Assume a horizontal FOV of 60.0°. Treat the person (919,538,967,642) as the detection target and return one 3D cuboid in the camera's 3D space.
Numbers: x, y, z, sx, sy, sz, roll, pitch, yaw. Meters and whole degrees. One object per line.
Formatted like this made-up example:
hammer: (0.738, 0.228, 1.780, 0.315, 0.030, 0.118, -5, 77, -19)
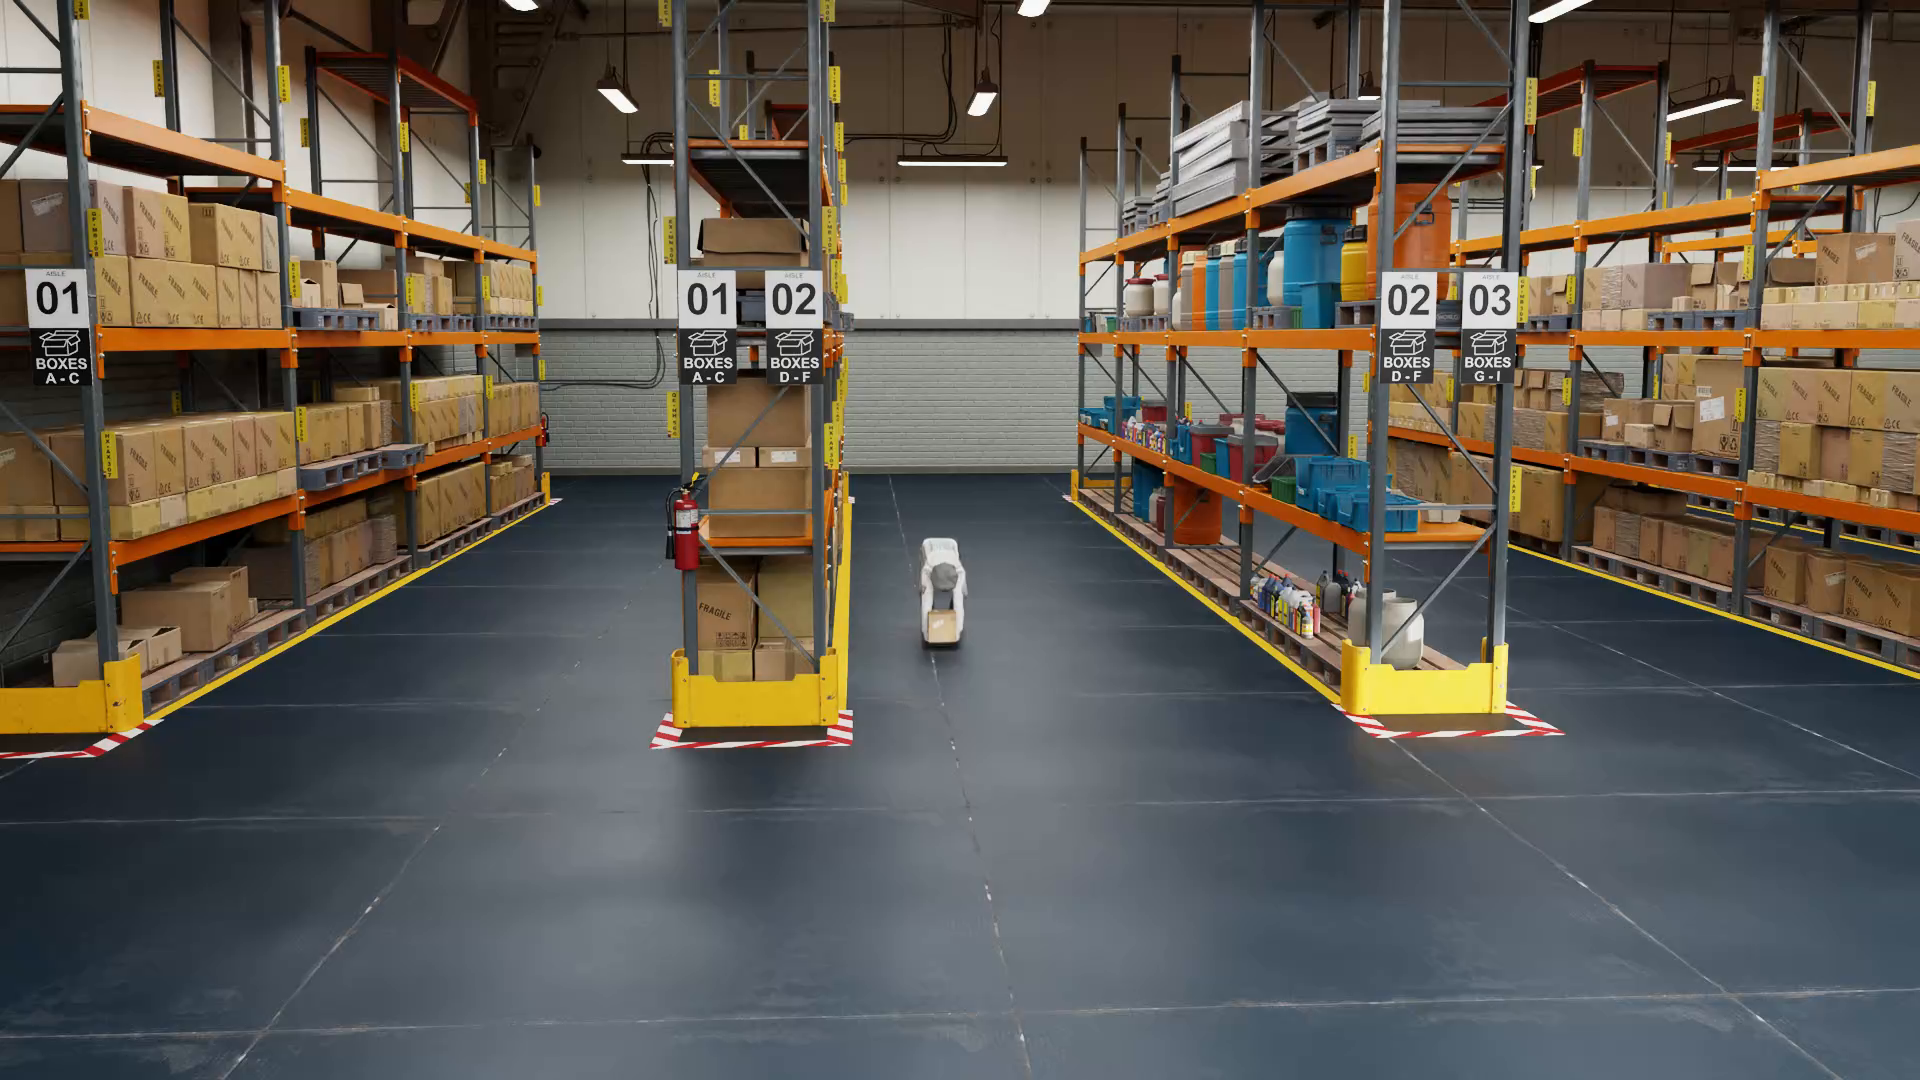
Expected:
person: (-0.152, 0.464, 15.026, 0.438, 0.919, 0.880, -1, 7, -7)
